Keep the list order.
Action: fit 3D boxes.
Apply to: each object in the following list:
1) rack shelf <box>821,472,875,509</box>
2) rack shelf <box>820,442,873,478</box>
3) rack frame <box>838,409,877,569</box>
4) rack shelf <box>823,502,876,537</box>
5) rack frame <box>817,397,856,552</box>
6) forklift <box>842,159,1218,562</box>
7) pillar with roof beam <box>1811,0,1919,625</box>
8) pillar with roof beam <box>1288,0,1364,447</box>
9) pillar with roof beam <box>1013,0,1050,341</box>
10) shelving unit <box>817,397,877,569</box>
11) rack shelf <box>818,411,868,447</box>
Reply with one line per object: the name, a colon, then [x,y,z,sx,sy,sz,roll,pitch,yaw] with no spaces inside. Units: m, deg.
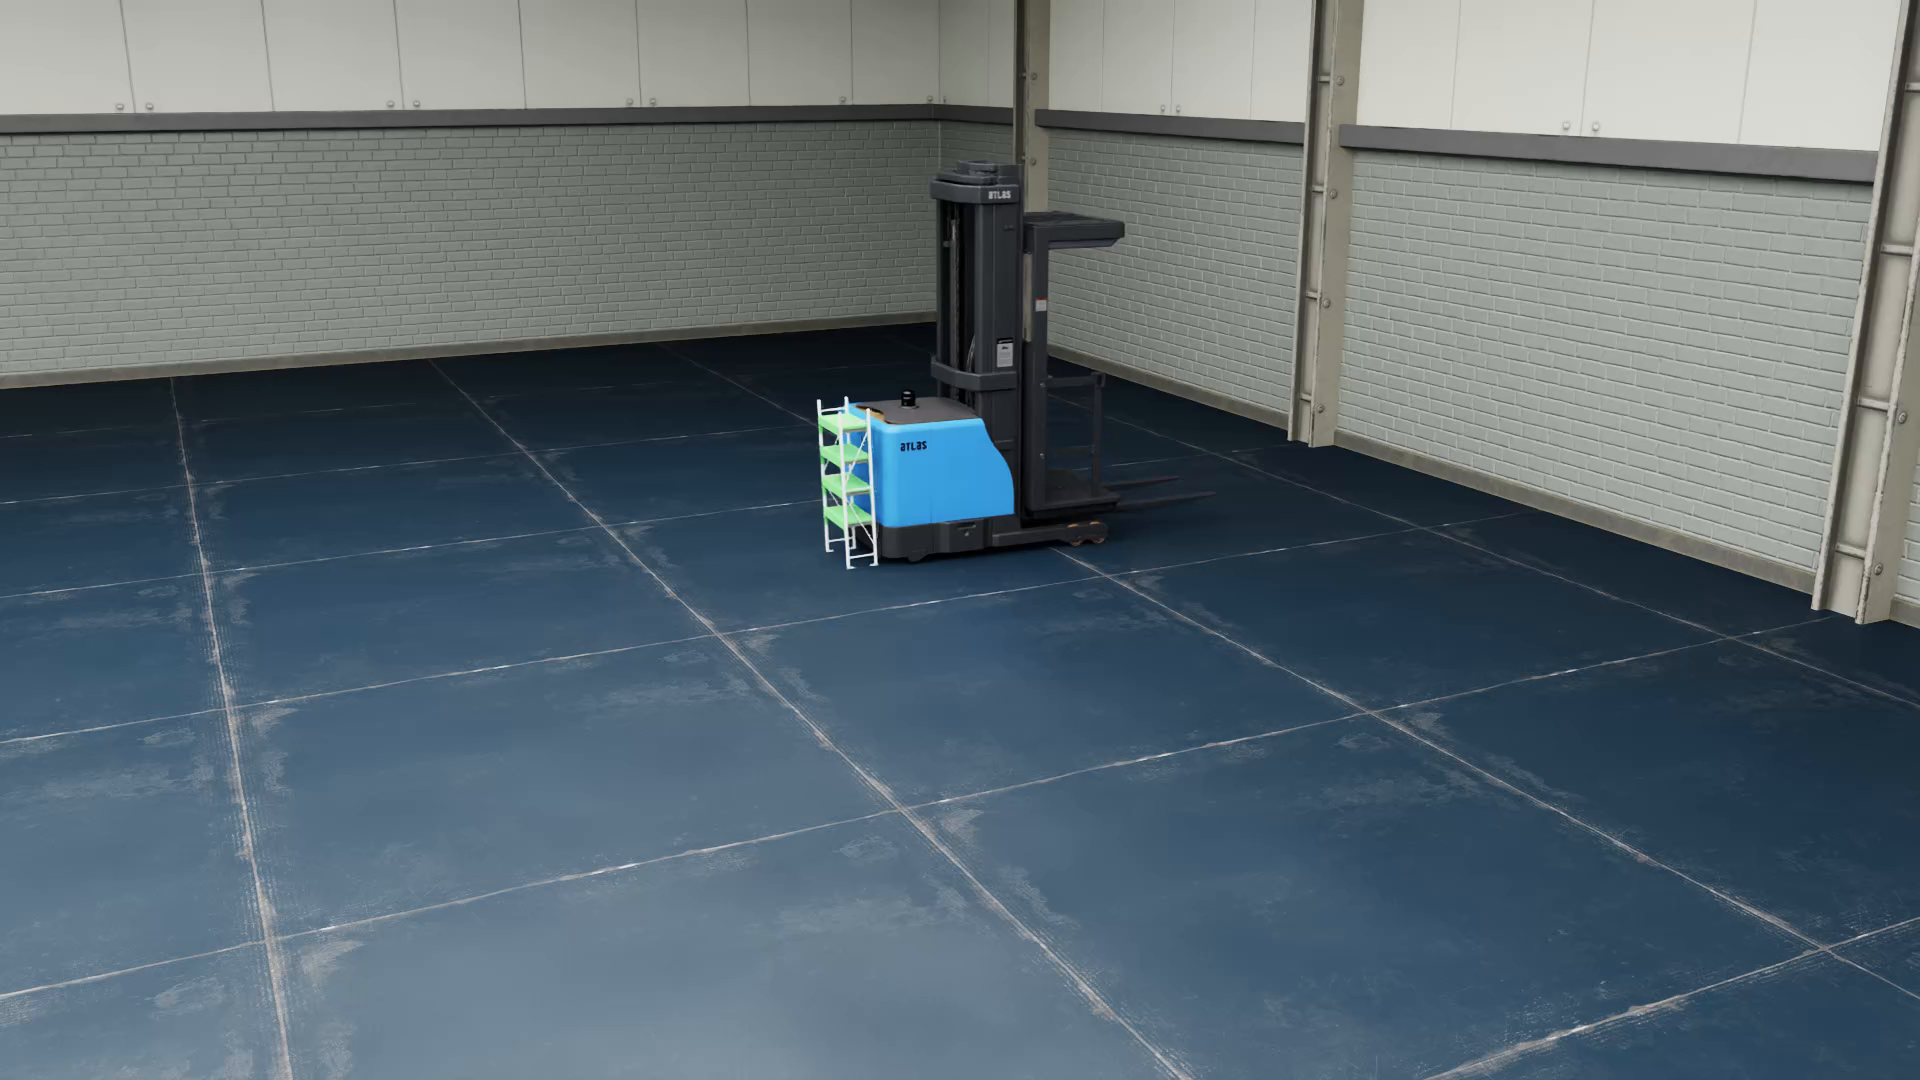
rack shelf: [-0.850,-0.376,12.600,0.258,0.148,0.480,-9,18,-21]
rack shelf: [-0.859,-0.606,12.531,0.258,0.148,0.480,-9,18,-21]
rack frame: [-0.757,-0.375,12.366,0.240,1.200,0.015,-9,18,-21]
rack shelf: [-0.842,-0.147,12.670,0.258,0.148,0.480,-9,18,-21]
rack frame: [-0.948,-0.499,12.798,0.240,1.200,0.015,-9,18,-21]
forklift: [0.624,-1.493,13.141,3.031,2.935,1.130,-7,17,-23]
pillar with roof beam: [2.285,-3.300,8.436,9.100,9.000,0.400,-8,18,-25]
pillar with roof beam: [-0.344,-4.788,13.620,9.100,9.000,0.400,-8,18,-25]
pillar with roof beam: [-2.972,-6.275,18.804,9.100,9.000,0.400,-8,18,-25]
shelving unit: [-0.853,-0.437,12.582,0.258,1.200,0.503,-9,18,-21]
rack shelf: [-0.867,-0.835,12.462,0.258,0.148,0.480,-9,18,-21]
